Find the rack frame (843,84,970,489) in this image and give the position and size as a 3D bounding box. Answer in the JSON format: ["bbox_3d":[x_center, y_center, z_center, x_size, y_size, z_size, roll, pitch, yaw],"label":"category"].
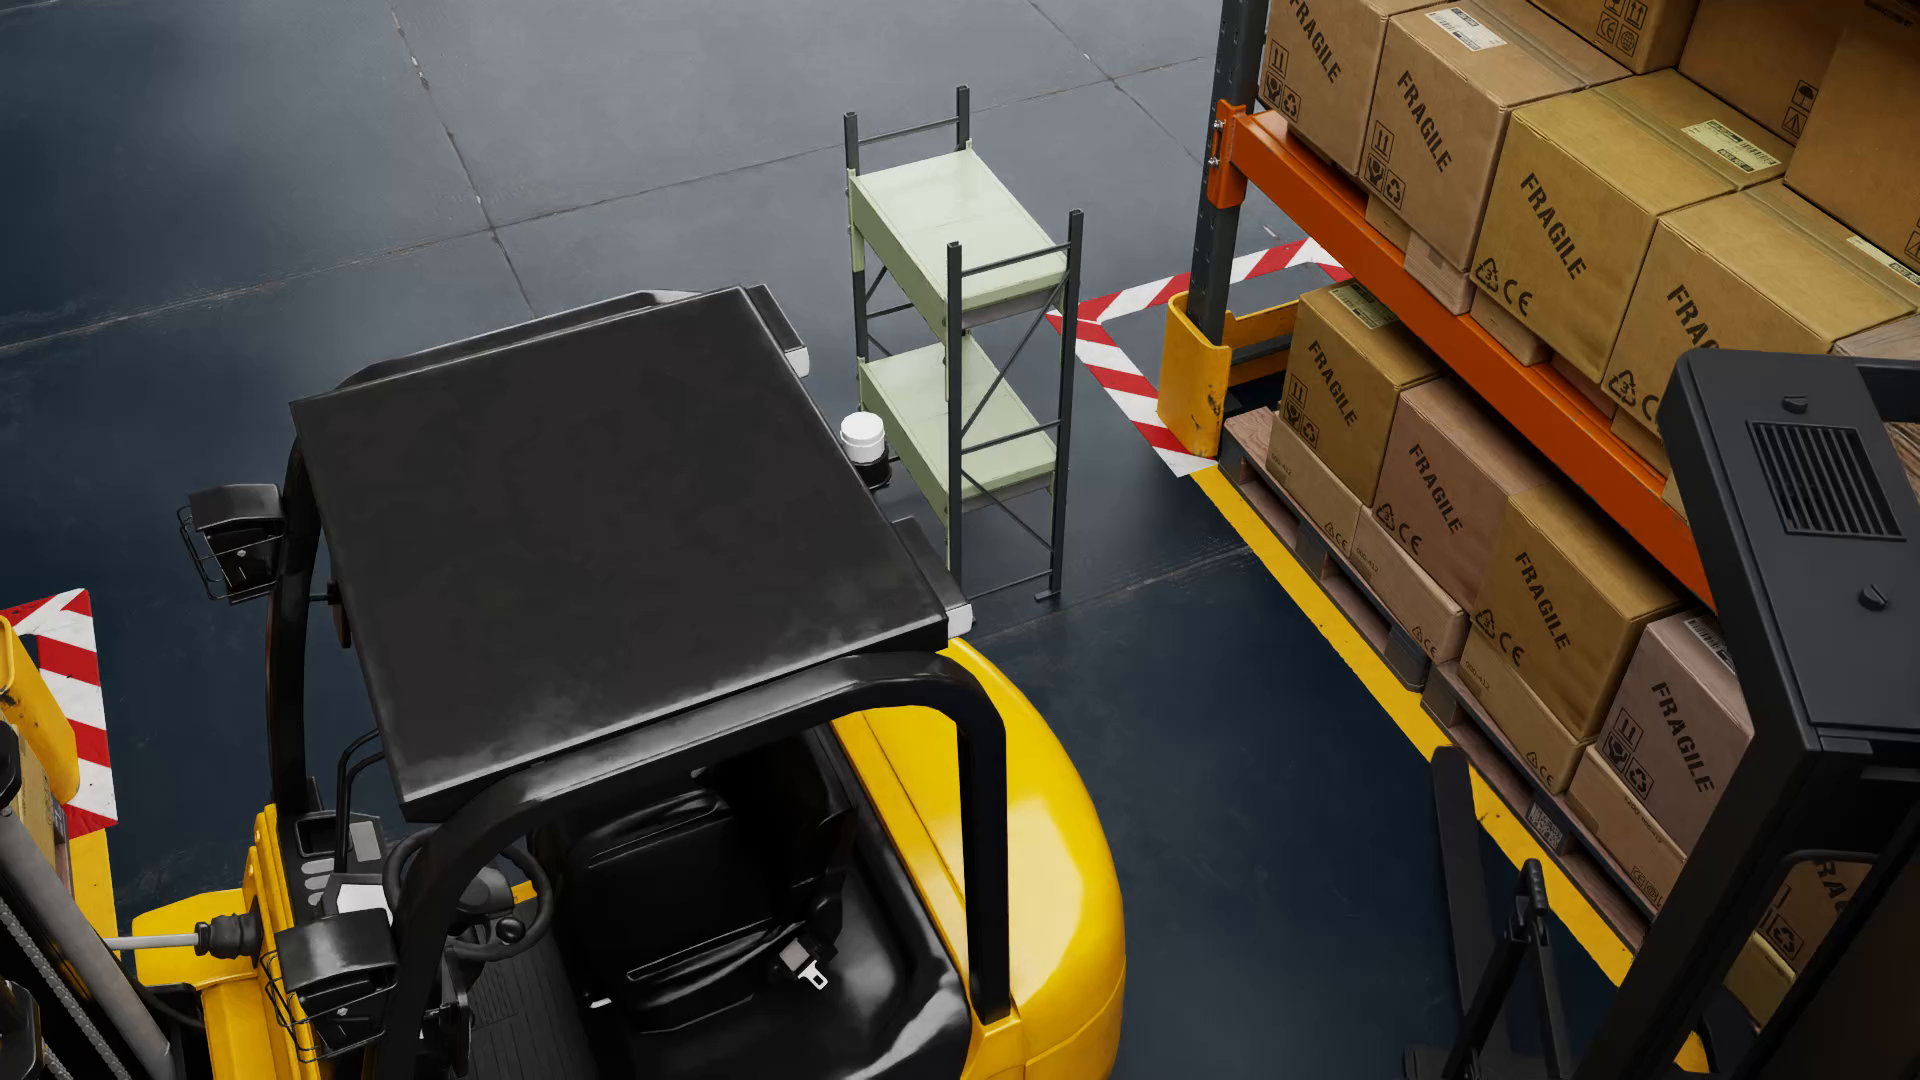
[{"bbox_3d":[-0.157,-0.771,5.464,0.400,1.500,0.023,-18,47,-17],"label":"rack frame"}]

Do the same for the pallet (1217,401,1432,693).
[{"bbox_3d":[1.628,-0.113,5.714,1.003,0.211,1.213,-18,47,-17],"label":"pallet"}]

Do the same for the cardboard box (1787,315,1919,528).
[{"bbox_3d":[2.111,-0.139,3.473,0.500,0.500,0.500,-17,47,-16],"label":"cardboard box"}]

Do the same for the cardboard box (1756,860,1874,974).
[{"bbox_3d":[2.261,0.808,3.920,0.500,0.500,0.500,-17,47,-17],"label":"cardboard box"}]

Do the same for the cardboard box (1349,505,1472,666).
[{"bbox_3d":[1.583,0.071,5.201,0.500,0.250,0.500,-16,47,-16],"label":"cardboard box"}]

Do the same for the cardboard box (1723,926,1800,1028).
[{"bbox_3d":[2.243,1.063,4.196,0.500,0.250,0.500,-19,48,-18],"label":"cardboard box"}]

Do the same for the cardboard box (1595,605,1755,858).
[{"bbox_3d":[2.045,0.483,4.249,0.500,0.500,0.500,-16,47,-15],"label":"cardboard box"}]

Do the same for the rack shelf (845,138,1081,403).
[{"bbox_3d":[-0.003,-0.816,4.953,0.431,0.370,0.720,-18,47,-17],"label":"rack shelf"}]

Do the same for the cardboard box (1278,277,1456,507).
[{"bbox_3d":[1.385,-0.509,5.255,0.500,0.500,0.500,-20,48,-19],"label":"cardboard box"}]

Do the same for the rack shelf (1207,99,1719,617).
[{"bbox_3d":[2.128,-0.151,4.280,1.077,0.370,4.000,-18,47,-17],"label":"rack shelf"}]

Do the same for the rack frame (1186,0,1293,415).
[{"bbox_3d":[1.287,-1.682,5.319,1.000,3.000,0.127,-18,47,-17],"label":"rack frame"}]

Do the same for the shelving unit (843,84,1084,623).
[{"bbox_3d":[-0.003,-0.538,5.228,0.431,1.500,0.755,-18,47,-17],"label":"shelving unit"}]

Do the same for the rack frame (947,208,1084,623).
[{"bbox_3d":[0.151,-0.305,4.991,0.400,1.500,0.023,-18,47,-17],"label":"rack frame"}]

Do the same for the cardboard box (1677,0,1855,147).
[{"bbox_3d":[2.213,-1.299,3.936,0.700,0.500,0.500,-19,48,-18],"label":"cardboard box"}]

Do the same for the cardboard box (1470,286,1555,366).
[{"bbox_3d":[1.603,-0.635,4.437,0.380,0.149,0.250,-17,47,-16],"label":"cardboard box"}]

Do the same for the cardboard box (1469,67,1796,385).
[{"bbox_3d":[1.670,-0.786,4.128,0.500,0.500,0.500,-19,48,-18],"label":"cardboard box"}]

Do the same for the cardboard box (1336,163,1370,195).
[{"bbox_3d":[1.361,-1.158,4.967,0.380,0.149,0.250,-17,47,-17],"label":"cardboard box"}]

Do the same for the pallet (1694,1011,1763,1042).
[{"bbox_3d":[2.654,1.442,4.138,1.003,0.211,1.213,-18,47,-17],"label":"pallet"}]

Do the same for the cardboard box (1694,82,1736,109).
[{"bbox_3d":[2.178,-0.918,4.262,0.500,0.500,0.500,-18,47,-18],"label":"cardboard box"}]

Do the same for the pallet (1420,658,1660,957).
[{"bbox_3d":[2.137,0.664,4.927,1.003,0.211,1.213,-18,47,-17],"label":"pallet"}]

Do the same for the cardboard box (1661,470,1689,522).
[{"bbox_3d":[1.905,-0.130,3.925,0.380,0.149,0.250,-18,47,-17],"label":"cardboard box"}]

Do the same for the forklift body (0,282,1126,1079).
[{"bbox_3d":[-0.763,0.758,3.450,2.313,2.155,1.214,-18,47,-17],"label":"forklift body"}]

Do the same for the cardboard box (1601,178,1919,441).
[{"bbox_3d":[1.891,-0.464,3.802,0.500,0.500,0.500,-19,48,-18],"label":"cardboard box"}]

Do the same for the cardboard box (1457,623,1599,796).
[{"bbox_3d":[1.824,0.415,4.853,0.500,0.250,0.500,-15,47,-15],"label":"cardboard box"}]

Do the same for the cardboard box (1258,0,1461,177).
[{"bbox_3d":[1.234,-1.440,4.790,0.500,0.500,0.500,-19,48,-18],"label":"cardboard box"}]

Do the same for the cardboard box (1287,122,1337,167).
[{"bbox_3d":[1.242,-1.315,5.126,0.380,0.149,0.250,-18,47,-17],"label":"cardboard box"}]

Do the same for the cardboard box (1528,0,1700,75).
[{"bbox_3d":[1.906,-1.593,4.234,0.700,0.500,0.500,-18,47,-17],"label":"cardboard box"}]

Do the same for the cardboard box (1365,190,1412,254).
[{"bbox_3d":[1.399,-0.965,4.771,0.380,0.149,0.250,-19,48,-19],"label":"cardboard box"}]

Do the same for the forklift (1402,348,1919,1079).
[{"bbox_3d":[1.564,0.795,2.858,1.130,2.935,3.031,4,45,4],"label":"forklift"}]

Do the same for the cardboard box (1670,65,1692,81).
[{"bbox_3d":[1.971,-1.238,4.586,0.500,0.500,0.500,-18,47,-17],"label":"cardboard box"}]

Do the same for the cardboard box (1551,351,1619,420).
[{"bbox_3d":[1.769,-0.484,4.284,0.380,0.149,0.250,-17,47,-16],"label":"cardboard box"}]

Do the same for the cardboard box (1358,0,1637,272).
[{"bbox_3d":[1.455,-1.110,4.457,0.500,0.500,0.500,-17,47,-16],"label":"cardboard box"}]

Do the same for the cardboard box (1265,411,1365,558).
[{"bbox_3d":[1.375,-0.257,5.533,0.500,0.250,0.500,-18,48,-18],"label":"cardboard box"}]

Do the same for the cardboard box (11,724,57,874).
[{"bbox_3d":[-2.731,0.822,4.440,0.500,0.250,0.500,-18,47,-17],"label":"cardboard box"}]

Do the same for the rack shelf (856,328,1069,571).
[{"bbox_3d":[-0.003,-0.306,5.457,0.431,0.370,0.720,-18,47,-17],"label":"rack shelf"}]

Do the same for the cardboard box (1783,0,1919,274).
[{"bbox_3d":[2.297,-0.940,3.572,0.700,0.500,0.500,-18,47,-18],"label":"cardboard box"}]

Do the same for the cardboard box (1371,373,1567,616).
[{"bbox_3d":[1.609,-0.177,4.918,0.500,0.500,0.500,-20,48,-19],"label":"cardboard box"}]

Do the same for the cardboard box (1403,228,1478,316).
[{"bbox_3d":[1.464,-0.790,4.594,0.380,0.149,0.250,-17,47,-17],"label":"cardboard box"}]

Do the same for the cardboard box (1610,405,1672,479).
[{"bbox_3d":[1.853,-0.307,4.105,0.380,0.149,0.250,-19,48,-18],"label":"cardboard box"}]

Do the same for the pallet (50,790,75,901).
[{"bbox_3d":[-2.856,1.254,4.329,1.003,0.211,1.213,-18,47,-17],"label":"pallet"}]

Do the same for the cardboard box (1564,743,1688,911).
[{"bbox_3d":[2.034,0.737,4.526,0.500,0.250,0.500,-17,47,-17],"label":"cardboard box"}]

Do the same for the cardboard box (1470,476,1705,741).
[{"bbox_3d":[1.813,0.145,4.592,0.500,0.500,0.500,-17,47,-17],"label":"cardboard box"}]

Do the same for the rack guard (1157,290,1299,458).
[{"bbox_3d":[1.319,-0.744,6.148,1.175,0.500,0.348,-18,47,-17],"label":"rack guard"}]

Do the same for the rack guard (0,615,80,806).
[{"bbox_3d":[-3.225,0.661,4.724,1.175,0.500,0.348,-18,47,-17],"label":"rack guard"}]

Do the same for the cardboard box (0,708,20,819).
[{"bbox_3d":[-2.727,0.656,4.253,0.500,0.250,0.500,-19,48,-18],"label":"cardboard box"}]
